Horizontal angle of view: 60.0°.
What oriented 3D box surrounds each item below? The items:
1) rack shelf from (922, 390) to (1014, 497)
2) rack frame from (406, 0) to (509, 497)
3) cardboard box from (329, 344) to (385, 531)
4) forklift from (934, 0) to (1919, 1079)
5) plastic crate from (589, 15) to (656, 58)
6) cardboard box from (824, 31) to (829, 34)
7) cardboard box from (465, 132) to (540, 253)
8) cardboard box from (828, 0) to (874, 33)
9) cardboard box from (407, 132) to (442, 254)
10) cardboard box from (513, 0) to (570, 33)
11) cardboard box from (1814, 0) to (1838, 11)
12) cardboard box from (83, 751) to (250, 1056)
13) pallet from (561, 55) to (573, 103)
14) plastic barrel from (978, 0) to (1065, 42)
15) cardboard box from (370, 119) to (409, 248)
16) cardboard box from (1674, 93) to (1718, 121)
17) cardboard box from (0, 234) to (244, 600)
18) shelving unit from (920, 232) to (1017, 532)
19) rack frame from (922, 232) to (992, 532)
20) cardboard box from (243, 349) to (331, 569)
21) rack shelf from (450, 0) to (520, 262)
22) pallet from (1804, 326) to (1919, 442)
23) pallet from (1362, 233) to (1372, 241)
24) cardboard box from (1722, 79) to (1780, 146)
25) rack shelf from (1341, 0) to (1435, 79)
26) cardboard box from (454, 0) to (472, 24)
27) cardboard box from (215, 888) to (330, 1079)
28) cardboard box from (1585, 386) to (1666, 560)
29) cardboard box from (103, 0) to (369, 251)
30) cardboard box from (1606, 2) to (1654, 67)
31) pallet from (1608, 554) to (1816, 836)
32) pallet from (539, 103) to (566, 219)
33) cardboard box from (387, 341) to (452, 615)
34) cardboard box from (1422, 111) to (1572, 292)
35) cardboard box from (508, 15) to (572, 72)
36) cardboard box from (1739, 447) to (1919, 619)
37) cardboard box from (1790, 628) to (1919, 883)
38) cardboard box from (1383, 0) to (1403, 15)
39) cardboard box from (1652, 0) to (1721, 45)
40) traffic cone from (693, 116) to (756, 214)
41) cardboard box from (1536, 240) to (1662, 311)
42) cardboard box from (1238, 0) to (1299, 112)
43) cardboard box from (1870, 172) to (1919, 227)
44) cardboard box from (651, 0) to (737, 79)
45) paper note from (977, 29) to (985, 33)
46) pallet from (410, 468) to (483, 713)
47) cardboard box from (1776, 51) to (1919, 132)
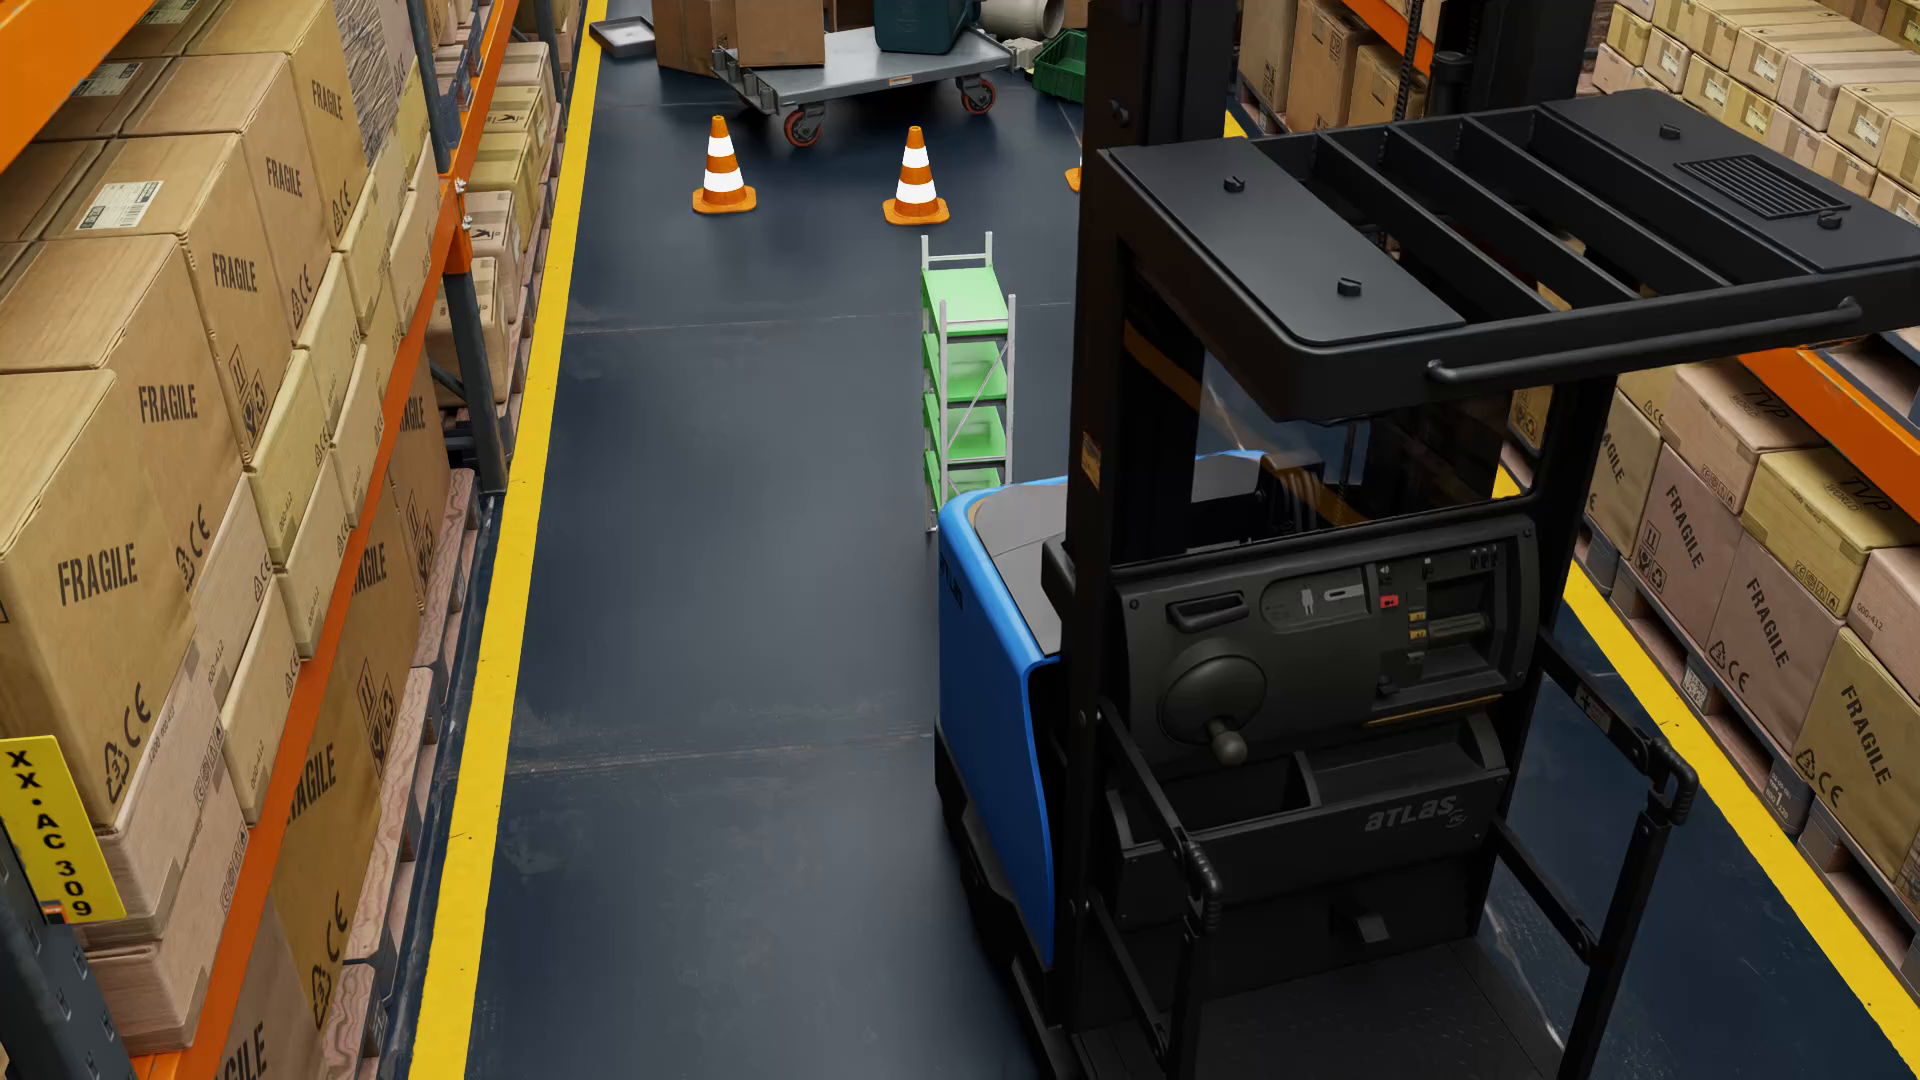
[{"bbox_3d":[0.022,-0.351,5.813,0.258,0.148,0.480,-4,35,-6],"label":"rack shelf"},{"bbox_3d":[-2.279,-1.413,5.660,1.000,3.000,0.127,-4,35,-6],"label":"rack frame"},{"bbox_3d":[-1.721,-0.240,4.072,0.500,0.250,0.500,-5,35,-7],"label":"cardboard box"},{"bbox_3d":[0.835,0.270,3.251,1.130,2.935,3.031,-10,35,-14],"label":"forklift"},{"bbox_3d":[-2.216,-3.377,11.135,0.402,0.080,0.583,-16,38,-23],"label":"plastic crate"},{"bbox_3d":[-0.800,-3.133,10.611,0.396,0.266,0.258,27,43,34],"label":"cardboard box"},{"bbox_3d":[-2.549,-1.652,7.971,0.950,0.372,0.625,-3,34,-5],"label":"cardboard box"},{"bbox_3d":[-0.476,-3.592,10.954,0.797,0.637,0.503,-4,35,-6],"label":"cardboard box"},{"bbox_3d":[-1.954,-1.089,5.317,0.500,0.250,0.500,-6,35,-8],"label":"cardboard box"},{"bbox_3d":[-2.629,-3.342,9.894,0.500,0.500,0.500,-3,34,-4],"label":"cardboard box"},{"bbox_3d":[3.133,-1.921,5.728,0.380,0.149,0.250,-6,35,-8],"label":"cardboard box"},{"bbox_3d":[-1.539,0.615,2.817,0.500,0.250,0.500,-5,35,-7],"label":"cardboard box"},{"bbox_3d":[-2.942,-2.865,10.267,1.003,0.211,1.213,-4,35,-6],"label":"pallet"},{"bbox_3d":[0.402,-3.529,11.052,0.512,0.421,0.421,20,39,26],"label":"plastic barrel"},{"bbox_3d":[-1.890,-1.021,4.774,0.500,0.250,0.500,-5,35,-8],"label":"cardboard box"},{"bbox_3d":[2.545,-1.349,5.416,0.380,0.149,0.250,-3,34,-4],"label":"cardboard box"},{"bbox_3d":[-1.611,-0.185,2.881,0.500,0.500,0.500,-5,35,-7],"label":"cardboard box"},{"bbox_3d":[0.022,-0.403,5.777,0.258,1.200,0.503,-4,35,-6],"label":"shelving unit"},{"bbox_3d":[-0.011,-0.540,5.976,0.240,1.200,0.015,-4,35,-6],"label":"rack frame"},{"bbox_3d":[-1.660,-0.165,3.518,0.500,0.250,0.500,-4,34,-6],"label":"cardboard box"},{"bbox_3d":[-2.548,-2.232,7.501,1.077,0.370,4.000,-4,35,-6],"label":"rack shelf"},{"bbox_3d":[2.919,-0.664,4.731,1.003,0.211,1.213,-4,35,-6],"label":"pallet"},{"bbox_3d":[2.420,-1.817,8.729,1.003,0.211,1.213,-4,35,-6],"label":"pallet"},{"bbox_3d":[2.590,-1.312,5.097,0.380,0.149,0.250,-4,35,-6],"label":"cardboard box"},{"bbox_3d":[2.343,-2.663,8.133,1.077,0.370,4.000,-4,35,-6],"label":"rack shelf"},{"bbox_3d":[-2.151,-2.150,6.592,0.380,0.149,0.250,-4,34,-6],"label":"cardboard box"},{"bbox_3d":[-1.904,1.183,3.364,0.875,0.875,0.875,-3,34,-5],"label":"cardboard box"},{"bbox_3d":[2.526,-0.291,5.860,0.500,0.500,0.500,-4,34,-6],"label":"cardboard box"},{"bbox_3d":[-1.813,-1.036,4.130,0.500,0.500,0.500,-4,35,-6],"label":"cardboard box"},{"bbox_3d":[2.478,-1.752,5.744,0.380,0.149,0.250,-3,34,-4],"label":"cardboard box"},{"bbox_3d":[2.877,0.423,5.442,1.003,0.211,1.213,-4,35,-6],"label":"pallet"},{"bbox_3d":[-2.711,-2.059,9.084,1.003,0.211,1.213,-4,35,-6],"label":"pallet"},{"bbox_3d":[-2.269,-0.317,5.566,0.875,0.875,0.875,-5,35,-7],"label":"cardboard box"},{"bbox_3d":[2.620,-1.435,7.317,1.050,0.750,0.750,-5,35,-7],"label":"cardboard box"},{"bbox_3d":[-2.629,-3.032,10.105,0.500,0.250,0.500,-6,35,-9],"label":"cardboard box"},{"bbox_3d":[2.659,-0.041,4.828,0.500,0.250,0.500,-6,35,-8],"label":"cardboard box"},{"bbox_3d":[2.732,0.567,4.602,0.500,0.500,0.500,-5,35,-8],"label":"cardboard box"},{"bbox_3d":[2.153,-2.674,7.422,0.500,0.500,0.500,-5,35,-7],"label":"cardboard box"},{"bbox_3d":[2.521,-1.738,5.458,0.380,0.149,0.250,-5,35,-8],"label":"cardboard box"},{"bbox_3d":[-1.263,-2.011,8.790,0.336,0.463,0.334,-4,35,-6],"label":"traffic cone"},{"bbox_3d":[2.465,-0.892,6.076,0.500,0.250,0.500,-6,35,-9],"label":"cardboard box"},{"bbox_3d":[2.247,-2.981,9.585,1.050,0.750,0.750,-5,35,-7],"label":"cardboard box"},{"bbox_3d":[2.693,-0.883,4.469,0.380,0.149,0.250,-3,34,-5],"label":"cardboard box"},{"bbox_3d":[-1.613,-3.315,10.668,0.500,0.500,0.500,20,39,26],"label":"cardboard box"},{"bbox_3d":[0.078,-3.466,11.315,0.172,0.023,0.155,7,35,10],"label":"paper note"},{"bbox_3d":[-2.248,0.185,5.792,1.003,0.211,1.213,-4,35,-6],"label":"pallet"},{"bbox_3d":[2.623,-1.302,4.819,0.380,0.149,0.250,-3,34,-4],"label":"cardboard box"}]
